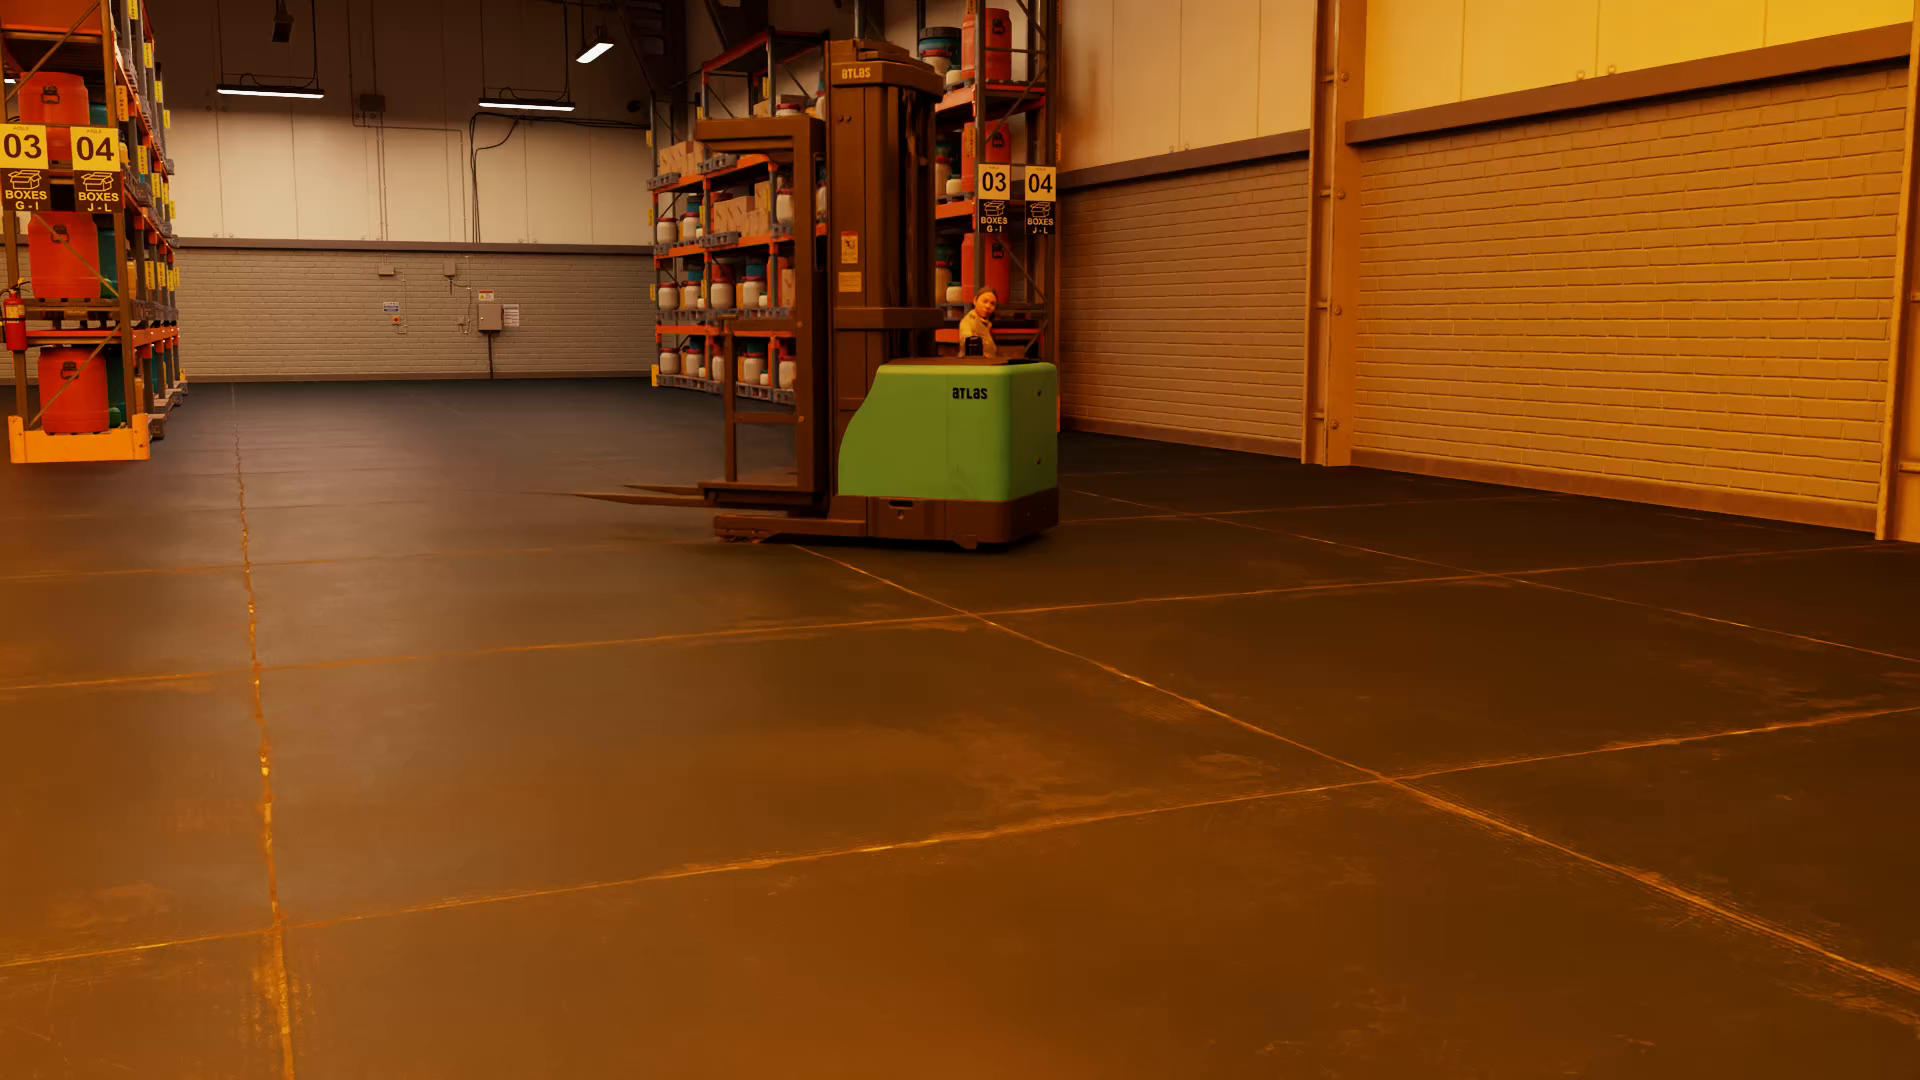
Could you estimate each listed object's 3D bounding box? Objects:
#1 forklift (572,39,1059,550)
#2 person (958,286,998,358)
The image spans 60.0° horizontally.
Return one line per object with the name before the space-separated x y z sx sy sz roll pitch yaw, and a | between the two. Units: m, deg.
forklift | -0.958 -1.494 10.275 3.031 2.935 1.130 3 8 21
person | 0.168 -1.063 12.282 0.514 1.591 0.715 0 8 -2
